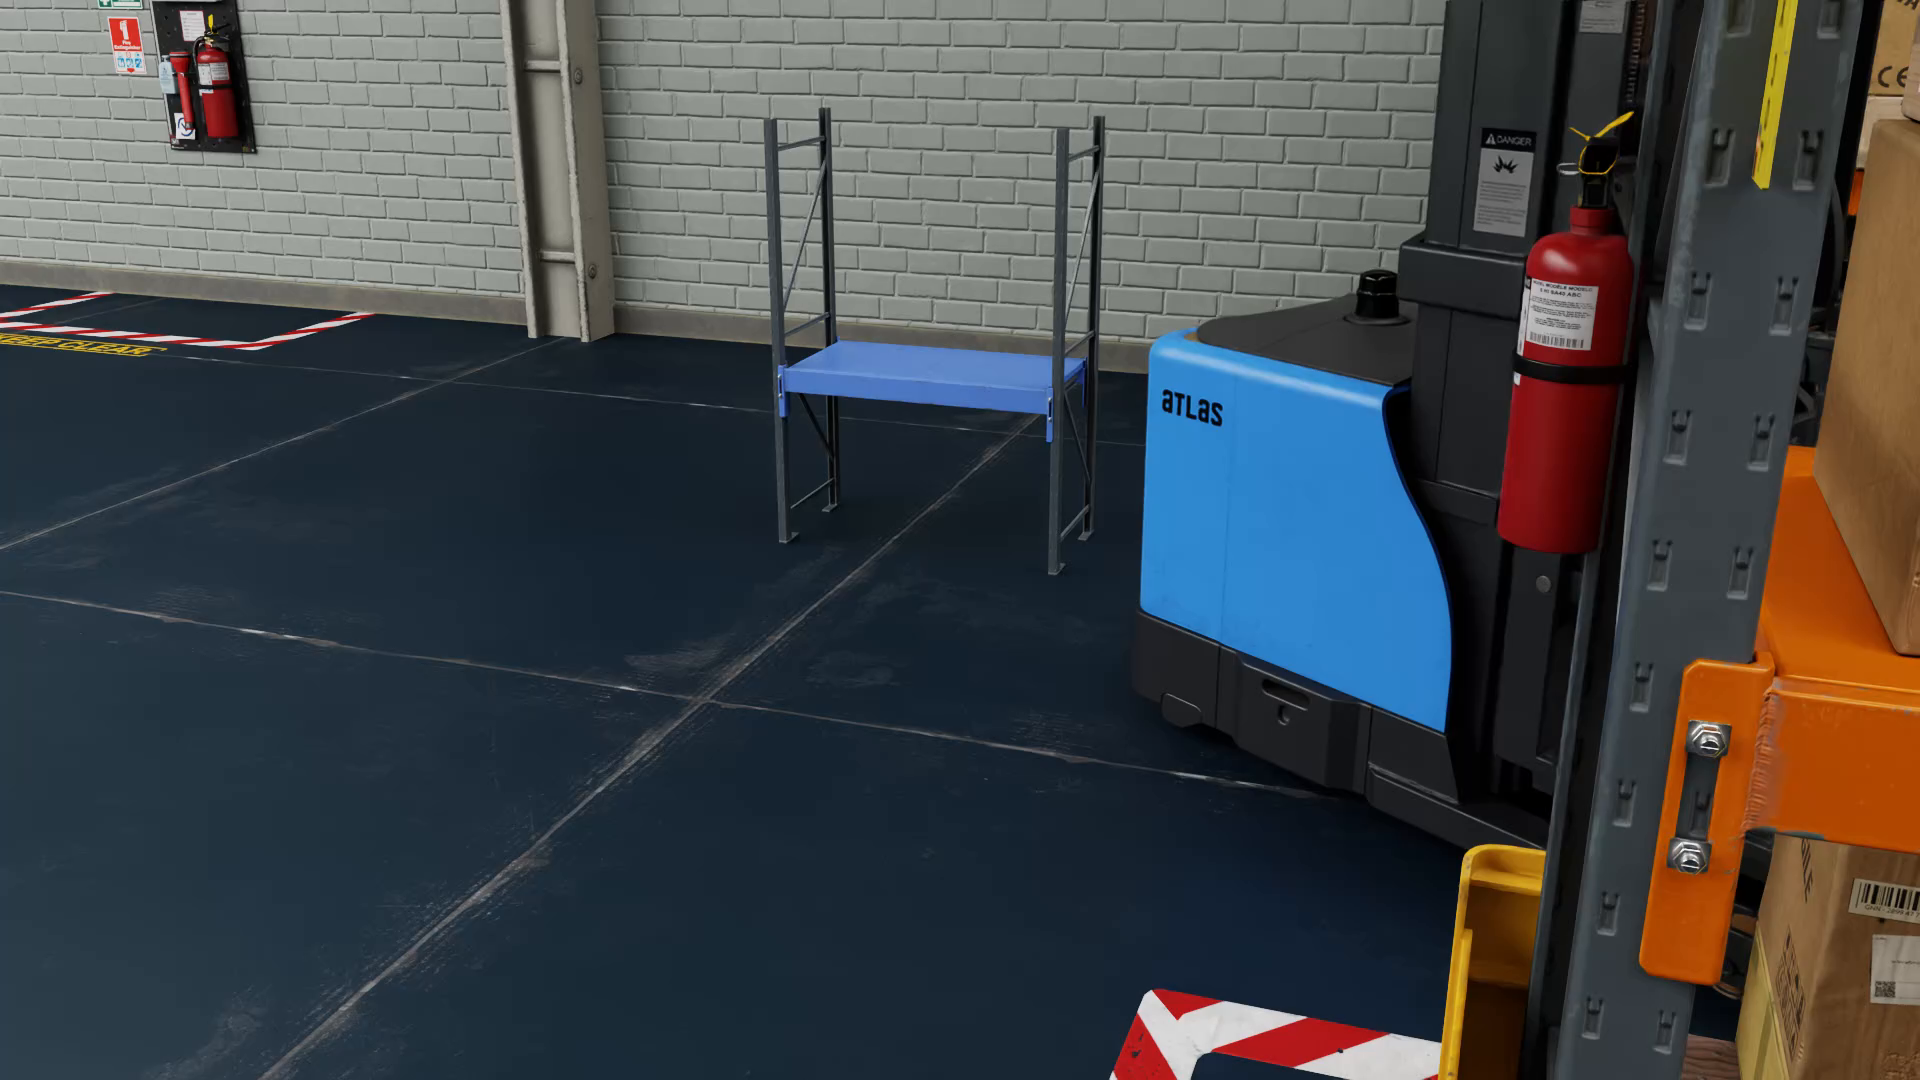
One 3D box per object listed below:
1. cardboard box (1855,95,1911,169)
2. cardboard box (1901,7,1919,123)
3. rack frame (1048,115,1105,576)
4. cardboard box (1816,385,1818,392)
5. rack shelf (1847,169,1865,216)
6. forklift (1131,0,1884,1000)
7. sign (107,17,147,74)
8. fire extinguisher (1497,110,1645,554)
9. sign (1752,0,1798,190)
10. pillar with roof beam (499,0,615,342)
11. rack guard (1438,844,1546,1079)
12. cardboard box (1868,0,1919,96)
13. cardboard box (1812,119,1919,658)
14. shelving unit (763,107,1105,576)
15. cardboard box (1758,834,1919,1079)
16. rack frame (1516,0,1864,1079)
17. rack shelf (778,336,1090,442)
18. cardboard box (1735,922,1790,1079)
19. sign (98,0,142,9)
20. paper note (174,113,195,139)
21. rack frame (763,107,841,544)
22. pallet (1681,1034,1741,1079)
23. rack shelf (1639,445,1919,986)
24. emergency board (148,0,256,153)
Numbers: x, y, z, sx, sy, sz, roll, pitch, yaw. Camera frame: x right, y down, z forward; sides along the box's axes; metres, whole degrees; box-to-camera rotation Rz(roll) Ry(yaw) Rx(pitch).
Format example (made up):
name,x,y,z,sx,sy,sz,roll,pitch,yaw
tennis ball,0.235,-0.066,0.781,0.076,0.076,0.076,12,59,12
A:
name,x,y,z,sx,sy,sz,roll,pitch,yaw
cardboard box,3.383,-1.477,5.953,0.500,0.250,0.500,6,20,16
cardboard box,1.332,-0.572,2.023,0.250,0.149,0.380,6,20,17
rack frame,0.400,-0.663,5.698,0.032,1.500,0.500,7,20,18
cardboard box,3.155,-0.577,6.590,0.500,0.311,0.500,4,20,12
rack shelf,4.420,-1.185,6.013,4.000,0.370,1.077,7,20,18
forklift,1.803,-0.634,3.442,1.130,2.935,3.031,-15,24,-37
sign,-5.002,-2.970,9.985,0.234,0.329,0.001,7,20,18
fire extinguisher,0.949,-0.321,2.558,0.183,0.674,0.296,7,20,18
sign,0.721,-0.475,1.446,0.005,0.325,0.100,7,20,18
pillar with roof beam,-3.605,-4.077,4.101,0.400,9.000,9.100,7,20,18
rack guard,0.886,0.977,2.513,0.348,0.500,1.175,7,20,18
cardboard box,3.347,-1.832,5.834,0.500,0.500,0.500,7,20,18
cardboard box,1.345,-0.193,1.922,0.500,0.500,0.700,7,20,18
shelving unit,-0.081,-0.717,5.856,1.048,1.500,0.538,7,20,18
cardboard box,1.513,0.511,2.454,0.500,0.500,0.500,7,20,18
rack frame,0.910,-0.202,2.097,0.053,2.616,0.949,7,20,18
rack shelf,-0.081,-0.548,5.915,1.000,0.185,0.538,7,20,18
cardboard box,1.512,0.866,2.575,0.500,0.250,0.500,7,20,18
sign,-5.001,-3.217,9.889,0.331,0.109,0.001,7,20,18
paper note,-4.658,-2.486,9.989,0.142,0.148,0.016,7,20,18
rack frame,-0.561,-0.772,6.013,0.032,1.500,0.500,7,20,18
pallet,1.645,1.186,2.354,1.213,0.211,1.003,7,20,18
rack shelf,2.798,0.355,1.593,4.000,0.370,1.077,7,20,18
emergency board,-4.514,-2.861,9.728,0.643,1.169,0.194,7,20,18
